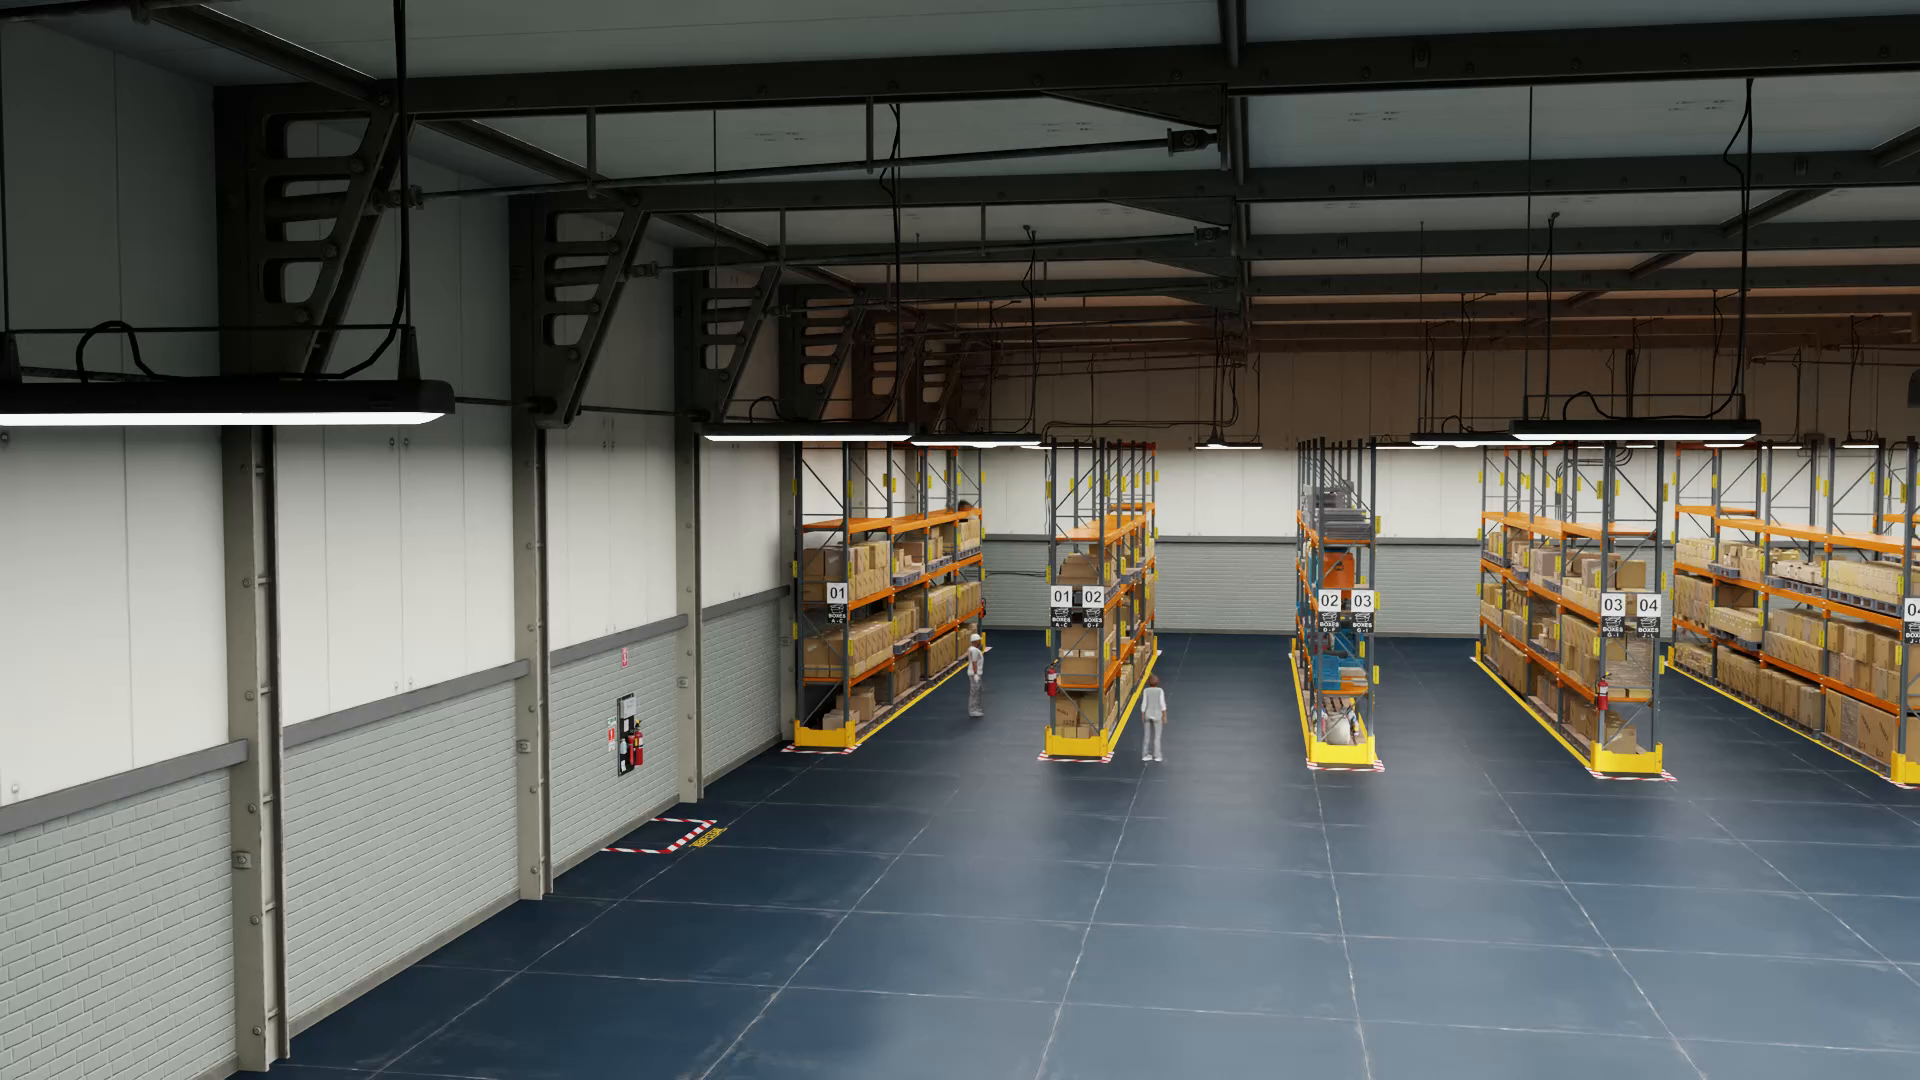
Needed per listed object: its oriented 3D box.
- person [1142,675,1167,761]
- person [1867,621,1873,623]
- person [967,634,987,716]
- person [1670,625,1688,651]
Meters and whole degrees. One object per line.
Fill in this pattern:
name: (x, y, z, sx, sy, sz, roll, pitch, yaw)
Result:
person: (3.593, 3.287, 30.775, 0.427, 1.600, 0.322, 2, 3, 30)
person: (22.195, 2.672, 40.564, 0.486, 1.776, 0.740, 0, 3, -1)
person: (0.375, 2.944, 36.022, 0.438, 1.824, 0.619, 0, 3, -1)
person: (19.992, 2.444, 46.117, 0.714, 1.648, 0.501, -1, 3, -20)
